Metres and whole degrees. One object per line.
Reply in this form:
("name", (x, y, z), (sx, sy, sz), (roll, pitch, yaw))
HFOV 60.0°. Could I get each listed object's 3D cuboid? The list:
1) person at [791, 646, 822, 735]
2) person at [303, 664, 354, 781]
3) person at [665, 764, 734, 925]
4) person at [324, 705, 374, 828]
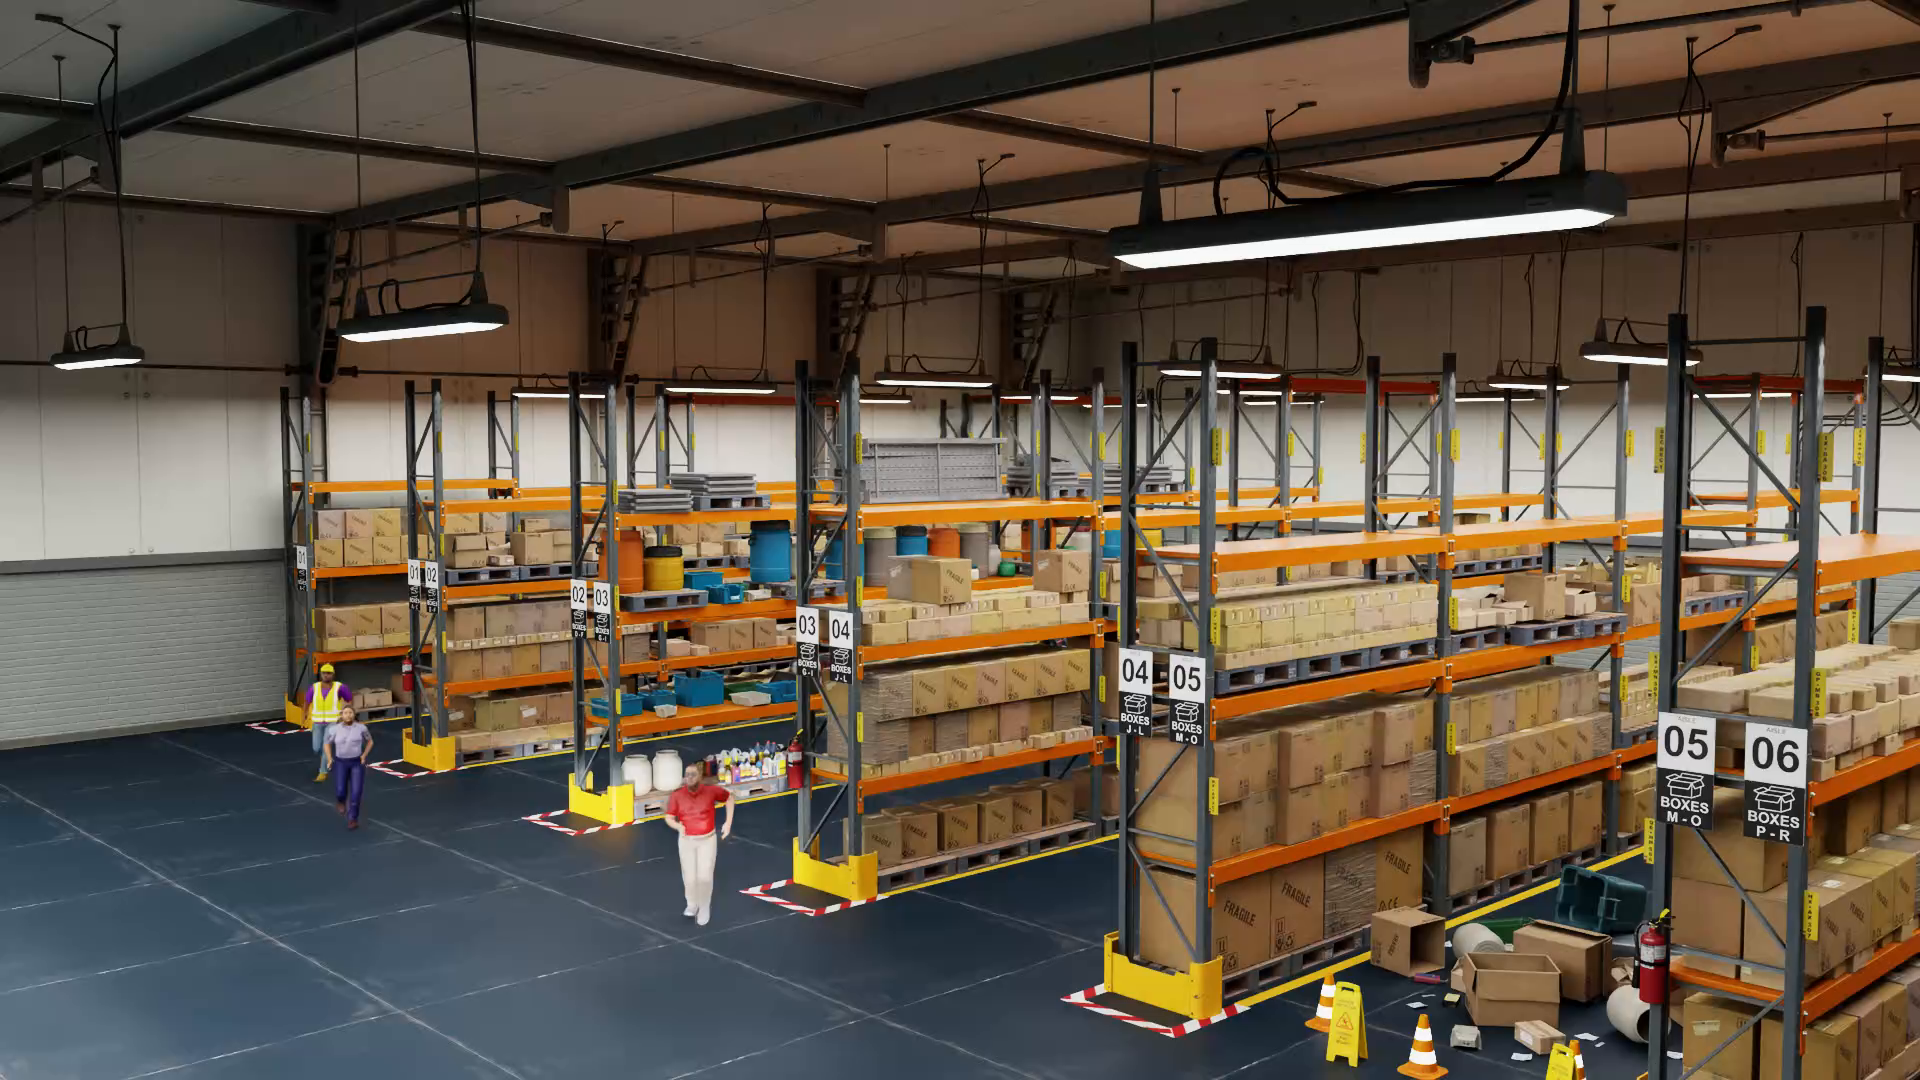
("person", (-2.606, 2.534, 27.511), (0.645, 1.732, 0.592), (3, 5, 39))
("person", (-9.501, 2.722, 25.020), (0.720, 1.727, 0.701), (0, 4, -7))
("person", (-2.743, 3.191, 17.445), (0.681, 1.705, 0.859), (0, 4, 2))
("person", (-8.052, 2.970, 21.930), (0.619, 1.603, 0.558), (-2, 4, -23))
